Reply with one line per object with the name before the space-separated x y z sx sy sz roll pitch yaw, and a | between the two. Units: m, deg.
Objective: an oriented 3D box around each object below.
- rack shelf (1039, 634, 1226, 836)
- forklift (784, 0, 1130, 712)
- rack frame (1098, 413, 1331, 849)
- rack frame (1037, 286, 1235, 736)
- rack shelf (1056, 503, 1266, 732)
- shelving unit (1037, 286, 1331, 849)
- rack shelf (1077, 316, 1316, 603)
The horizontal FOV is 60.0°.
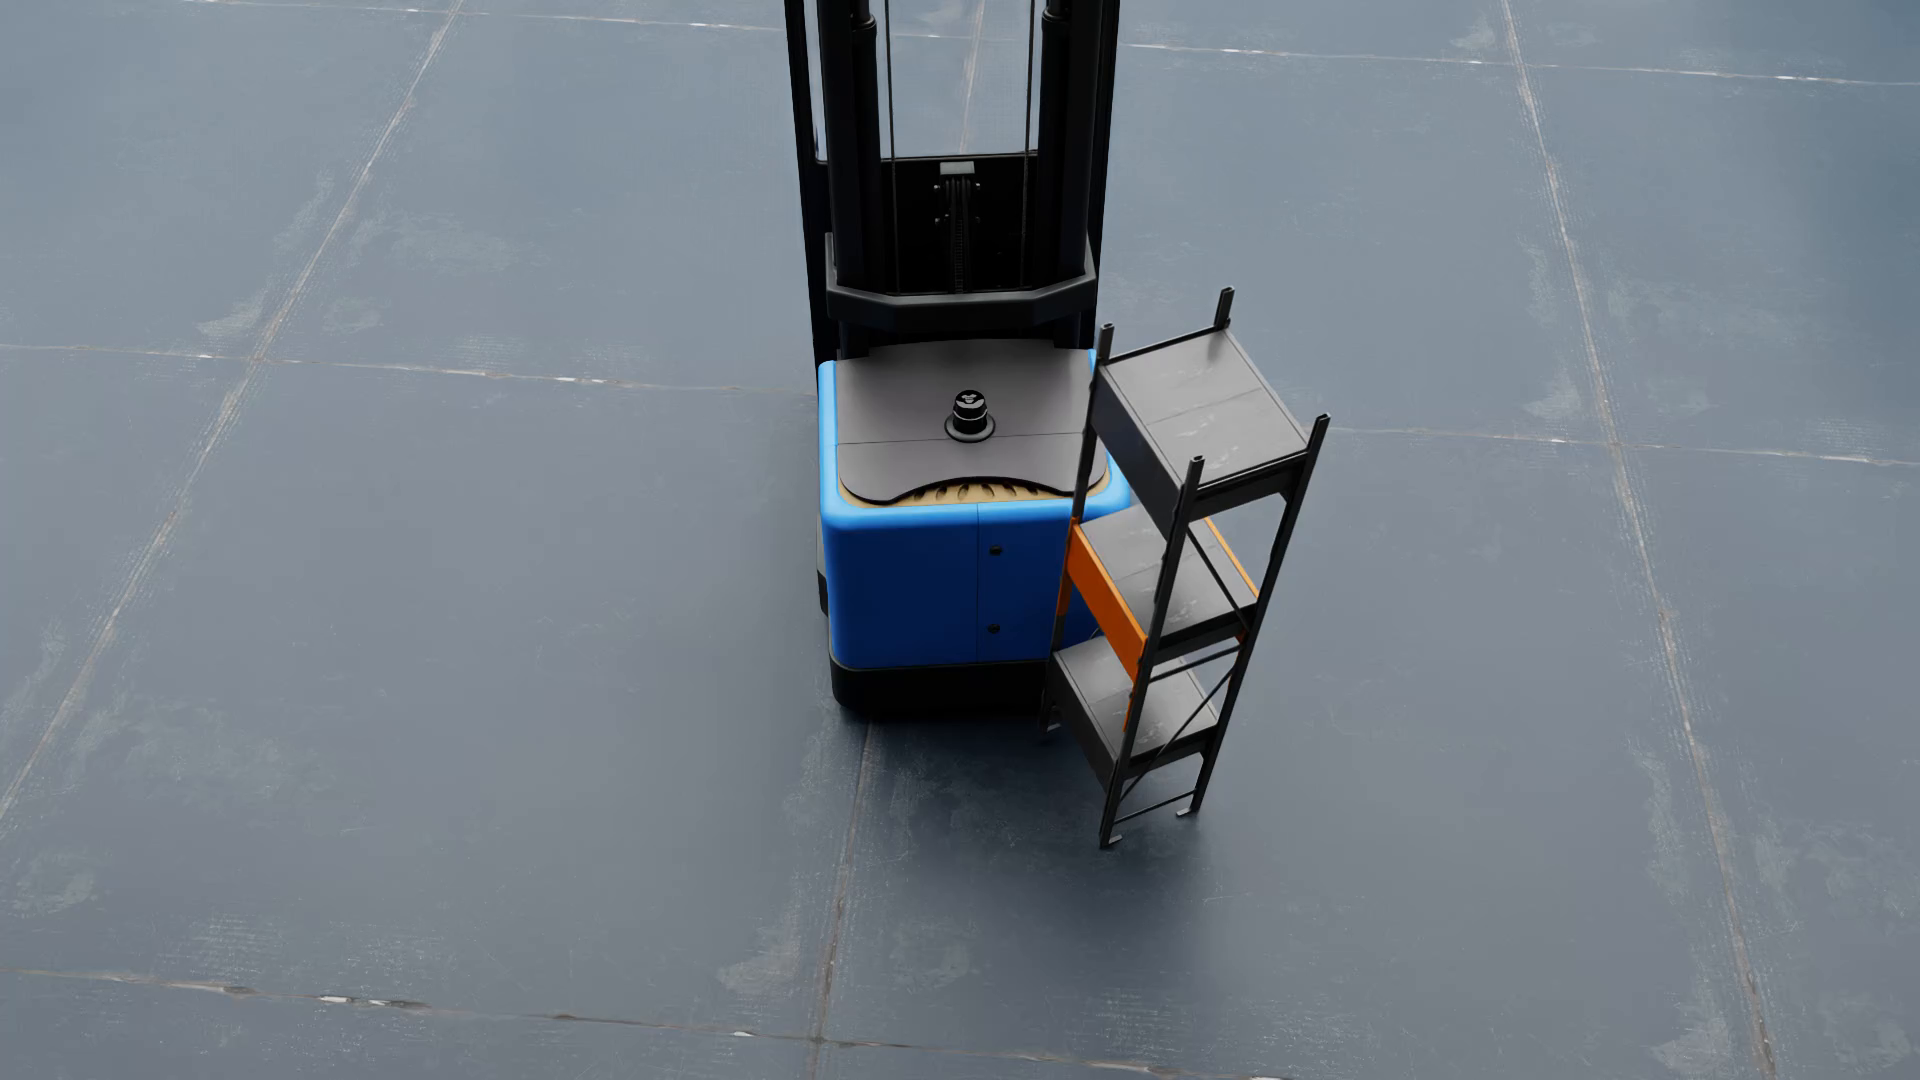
rack shelf | 0.578 0.622 5.691 0.431 0.518 0.480 -18 56 -16
forklift | -0.042 -1.449 6.089 1.130 2.935 3.031 -3 48 -3
rack frame | 0.708 0.374 4.991 0.400 2.100 0.015 -18 56 -16
rack frame | 0.509 0.013 5.252 0.400 2.100 0.015 -18 56 -16
rack shelf | 0.608 0.201 5.133 0.431 0.518 0.480 -18 56 -16
shelving unit | 0.609 0.193 5.122 0.431 2.100 0.503 -18 56 -16
rack shelf | 0.638 -0.219 4.574 0.431 0.518 0.480 -18 56 -16
